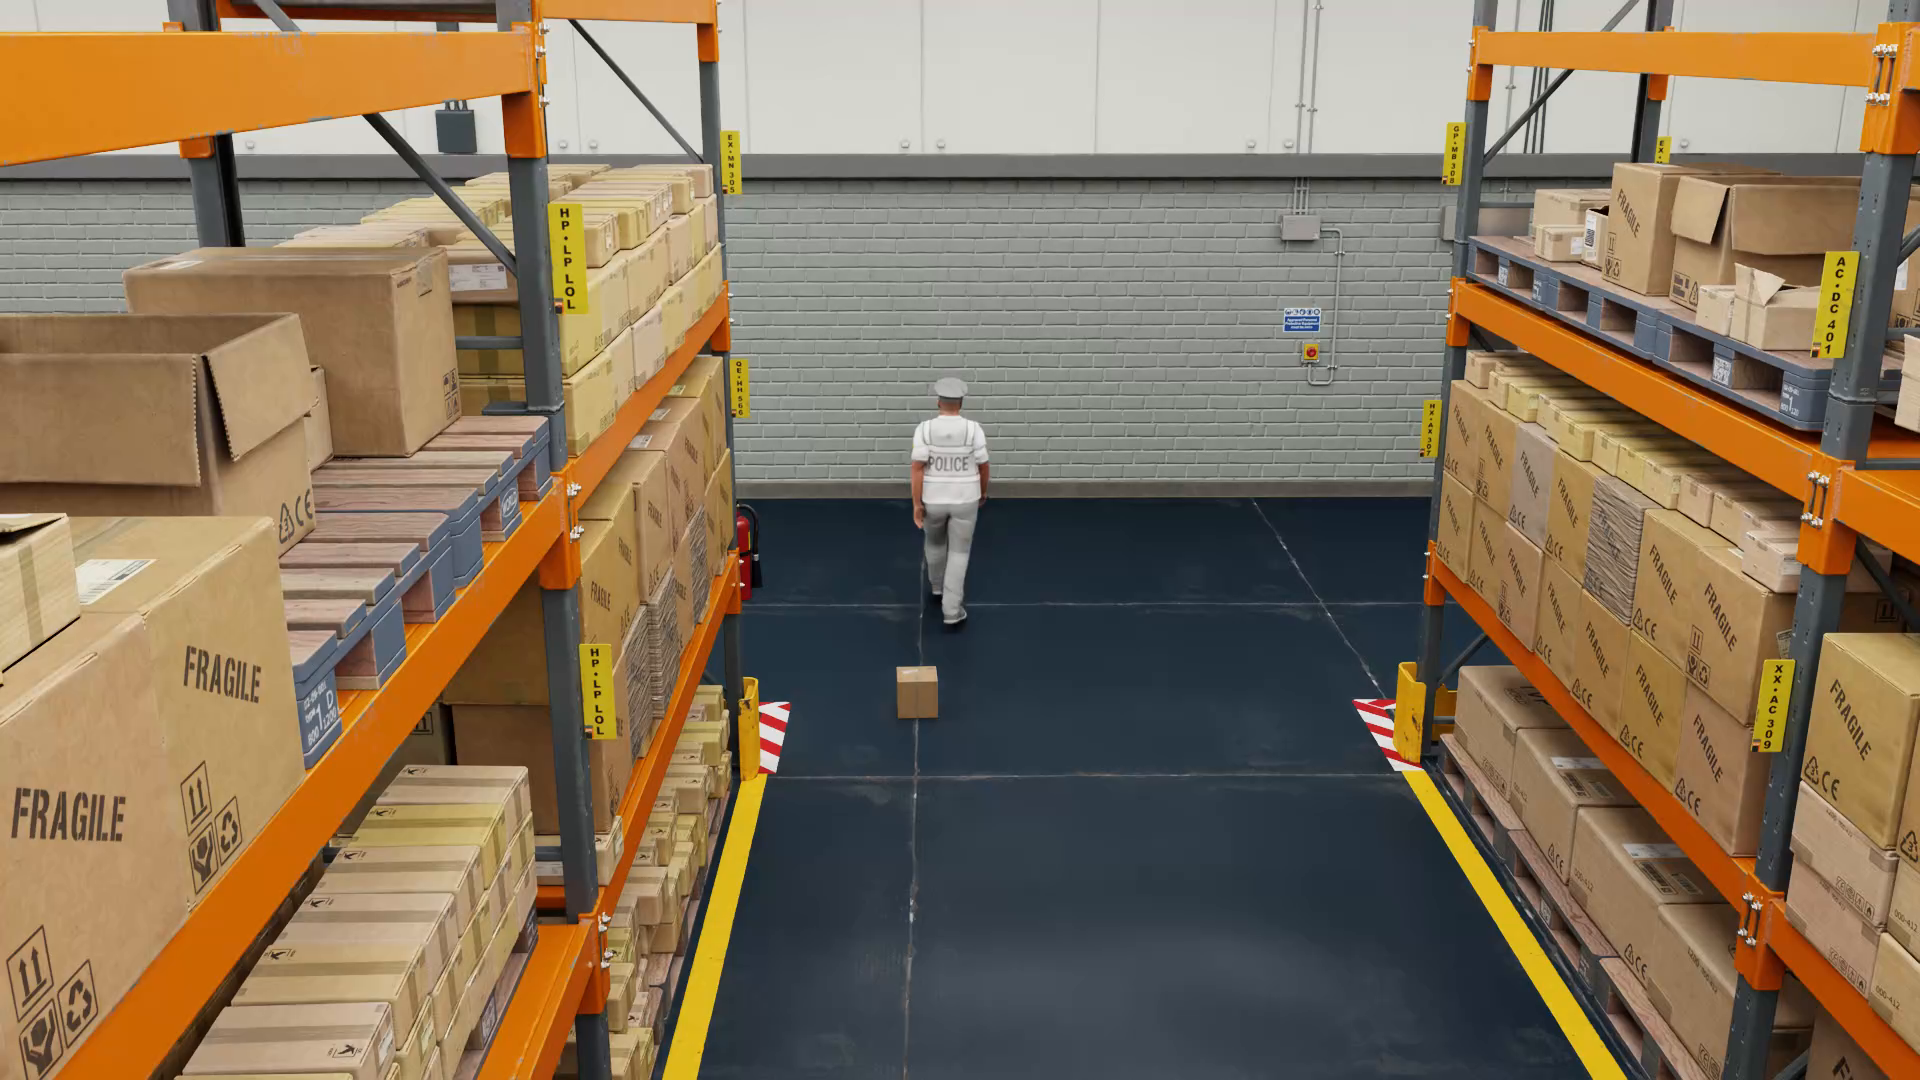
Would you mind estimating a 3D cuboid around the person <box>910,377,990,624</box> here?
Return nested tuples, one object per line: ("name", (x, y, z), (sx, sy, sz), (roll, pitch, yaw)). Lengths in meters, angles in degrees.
("person", (-0.056, -0.327, 12.030), (0.550, 1.738, 0.965), (2, 17, 7))
